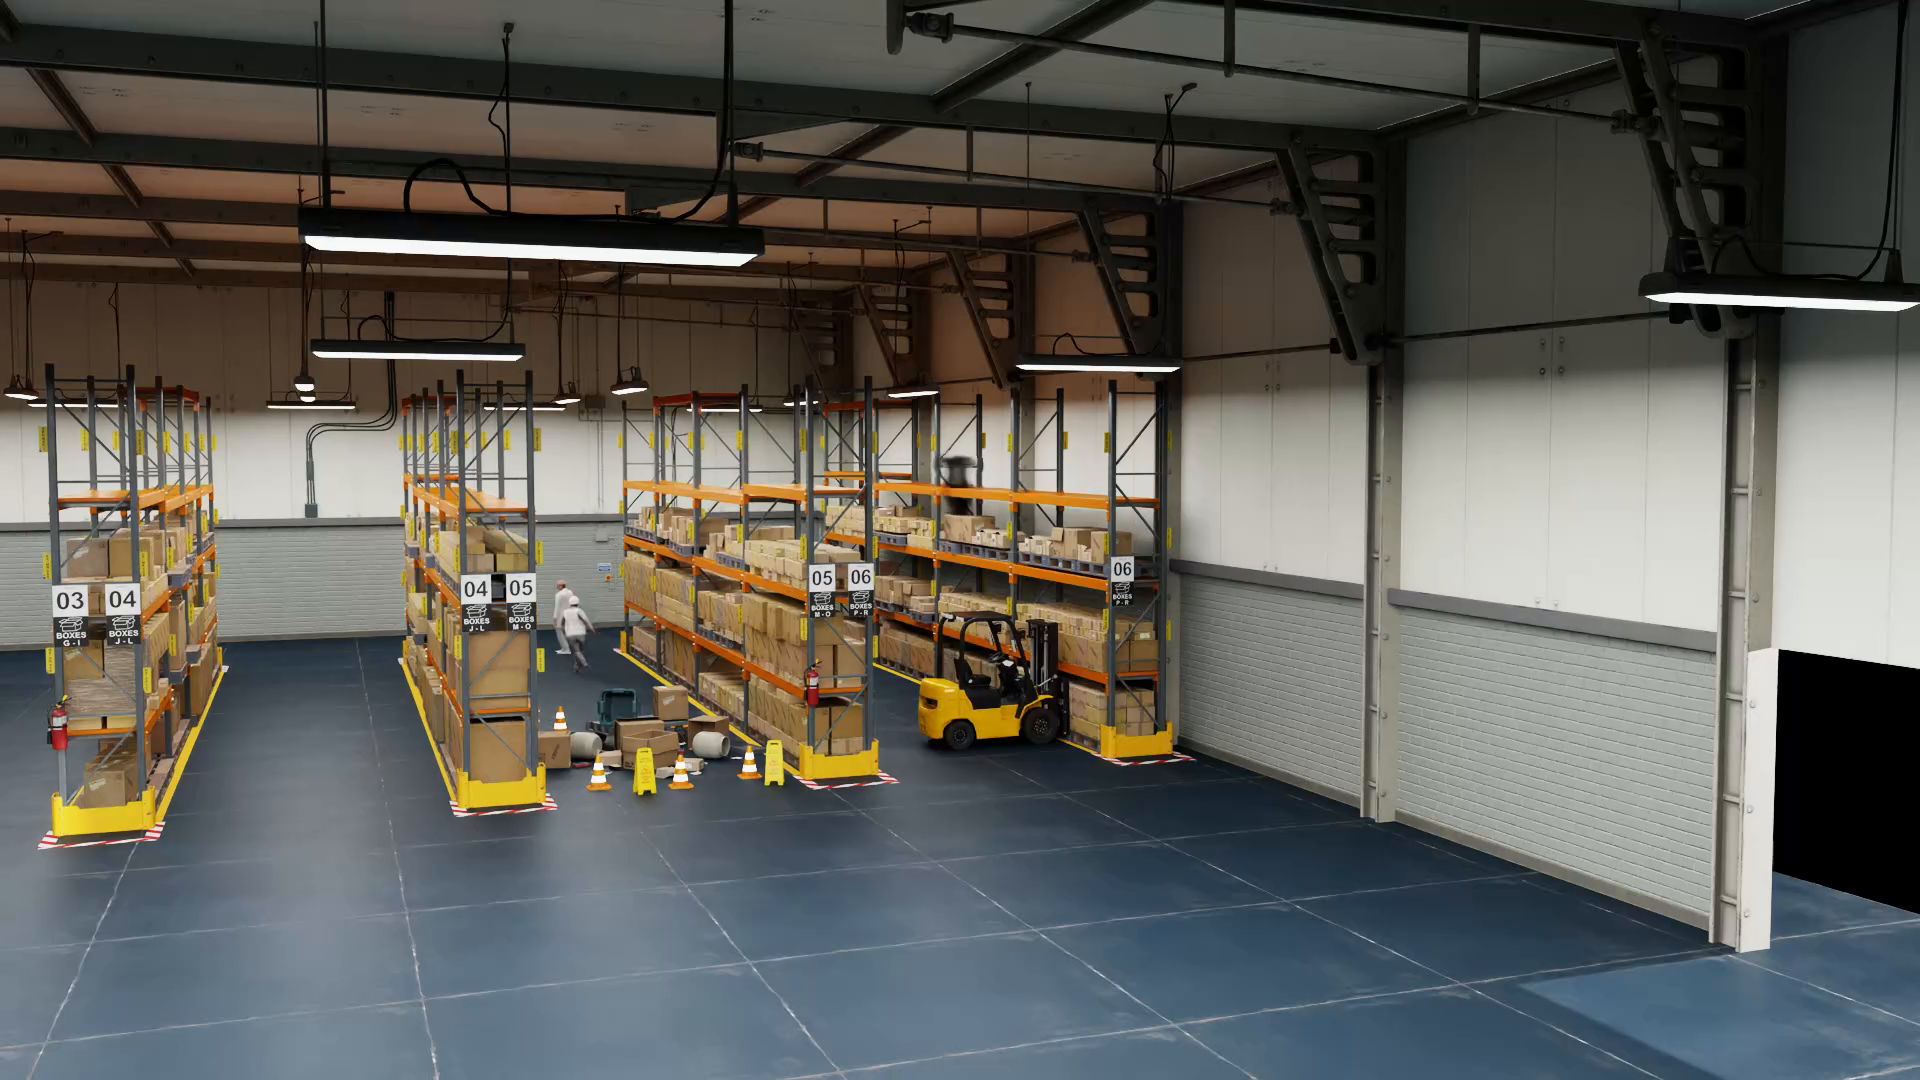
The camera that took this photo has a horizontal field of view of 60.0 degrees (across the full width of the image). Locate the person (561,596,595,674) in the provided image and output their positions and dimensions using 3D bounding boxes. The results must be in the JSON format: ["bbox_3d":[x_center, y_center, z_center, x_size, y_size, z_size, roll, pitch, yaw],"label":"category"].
[{"bbox_3d":[-8.271,2.075,35.946,0.765,1.717,0.666,0,3,-4],"label":"person"}]

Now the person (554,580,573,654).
[{"bbox_3d":[-9.304,1.820,39.372,0.535,1.759,0.706,2,4,27],"label":"person"}]
